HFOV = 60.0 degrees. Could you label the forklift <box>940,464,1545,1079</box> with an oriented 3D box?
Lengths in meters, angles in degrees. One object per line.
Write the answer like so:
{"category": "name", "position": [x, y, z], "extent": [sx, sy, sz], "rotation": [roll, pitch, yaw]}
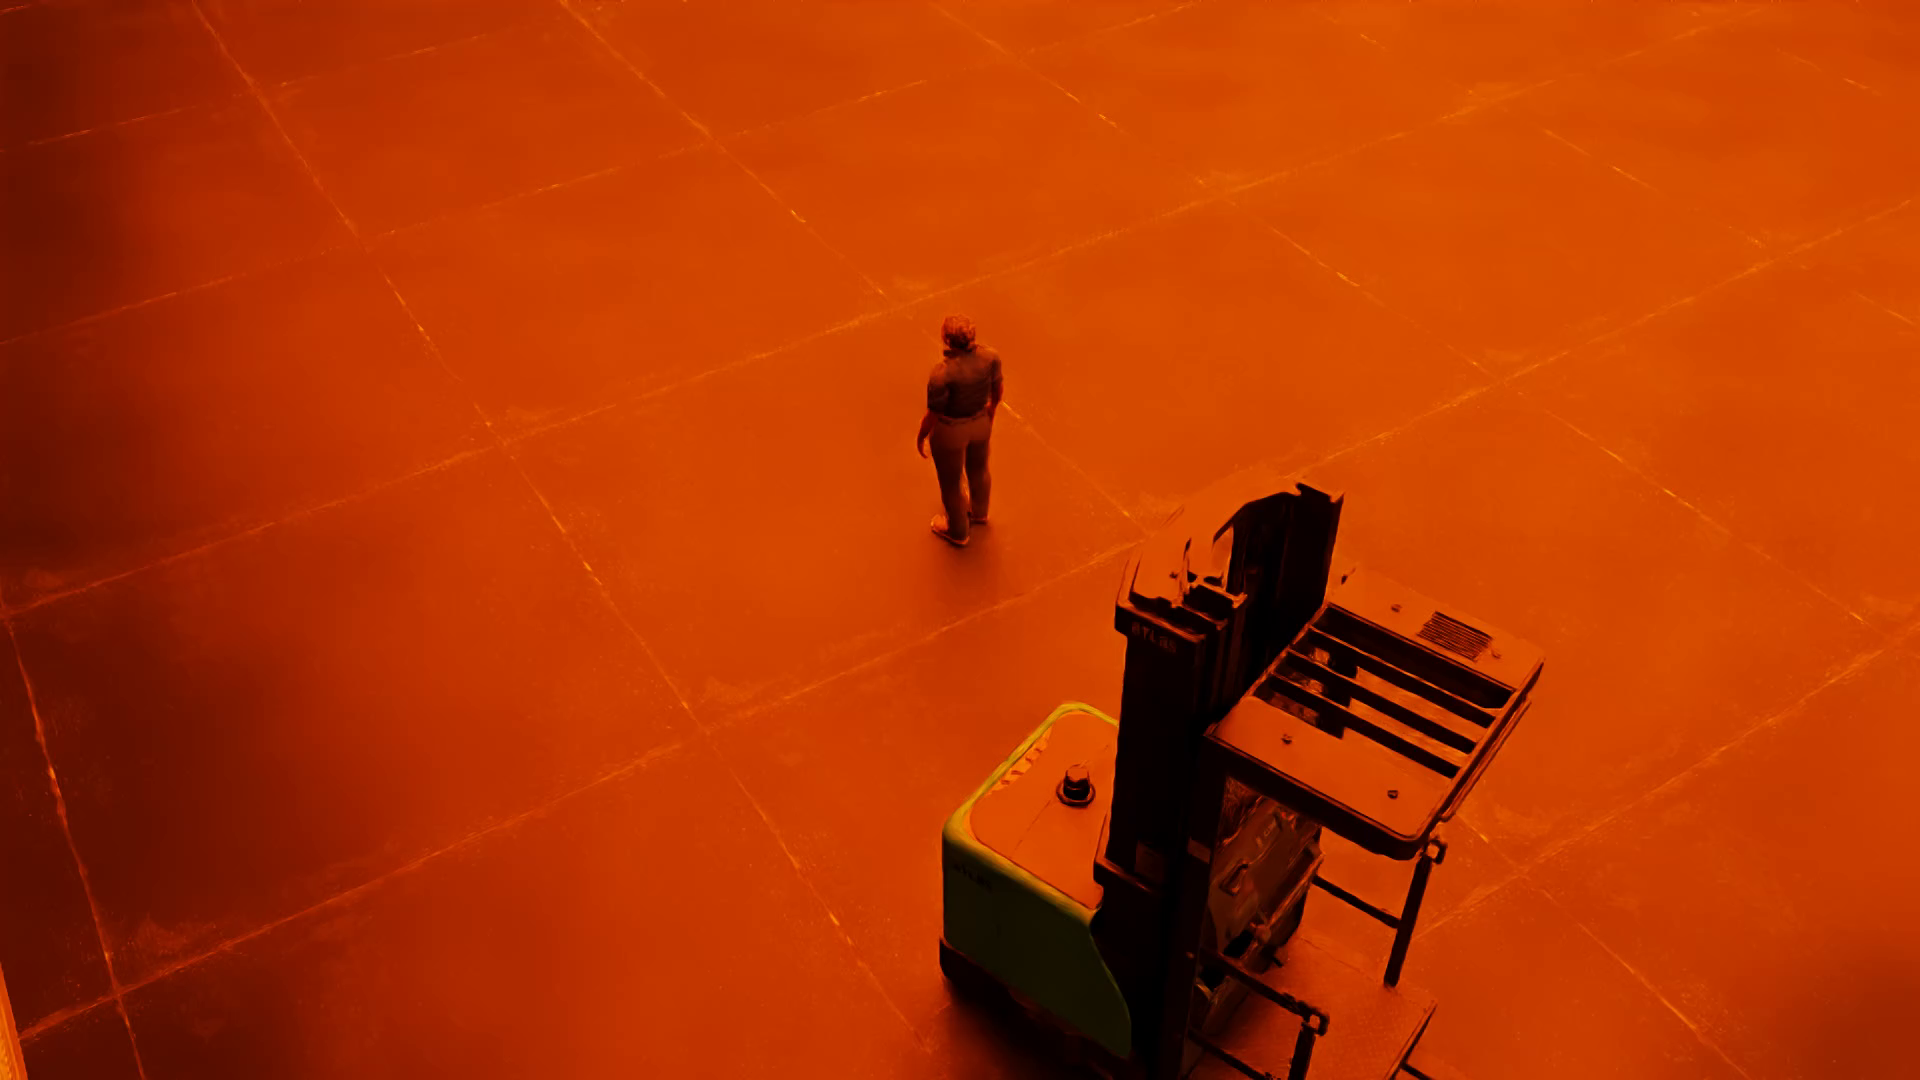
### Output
{"category": "forklift", "position": [1.386, 1.263, 6.426], "extent": [3.031, 2.935, 1.130], "rotation": [27, 48, 27]}

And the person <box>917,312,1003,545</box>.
{"category": "person", "position": [-0.031, -0.684, 9.613], "extent": [0.570, 1.654, 0.503], "rotation": [-23, 46, -24]}
